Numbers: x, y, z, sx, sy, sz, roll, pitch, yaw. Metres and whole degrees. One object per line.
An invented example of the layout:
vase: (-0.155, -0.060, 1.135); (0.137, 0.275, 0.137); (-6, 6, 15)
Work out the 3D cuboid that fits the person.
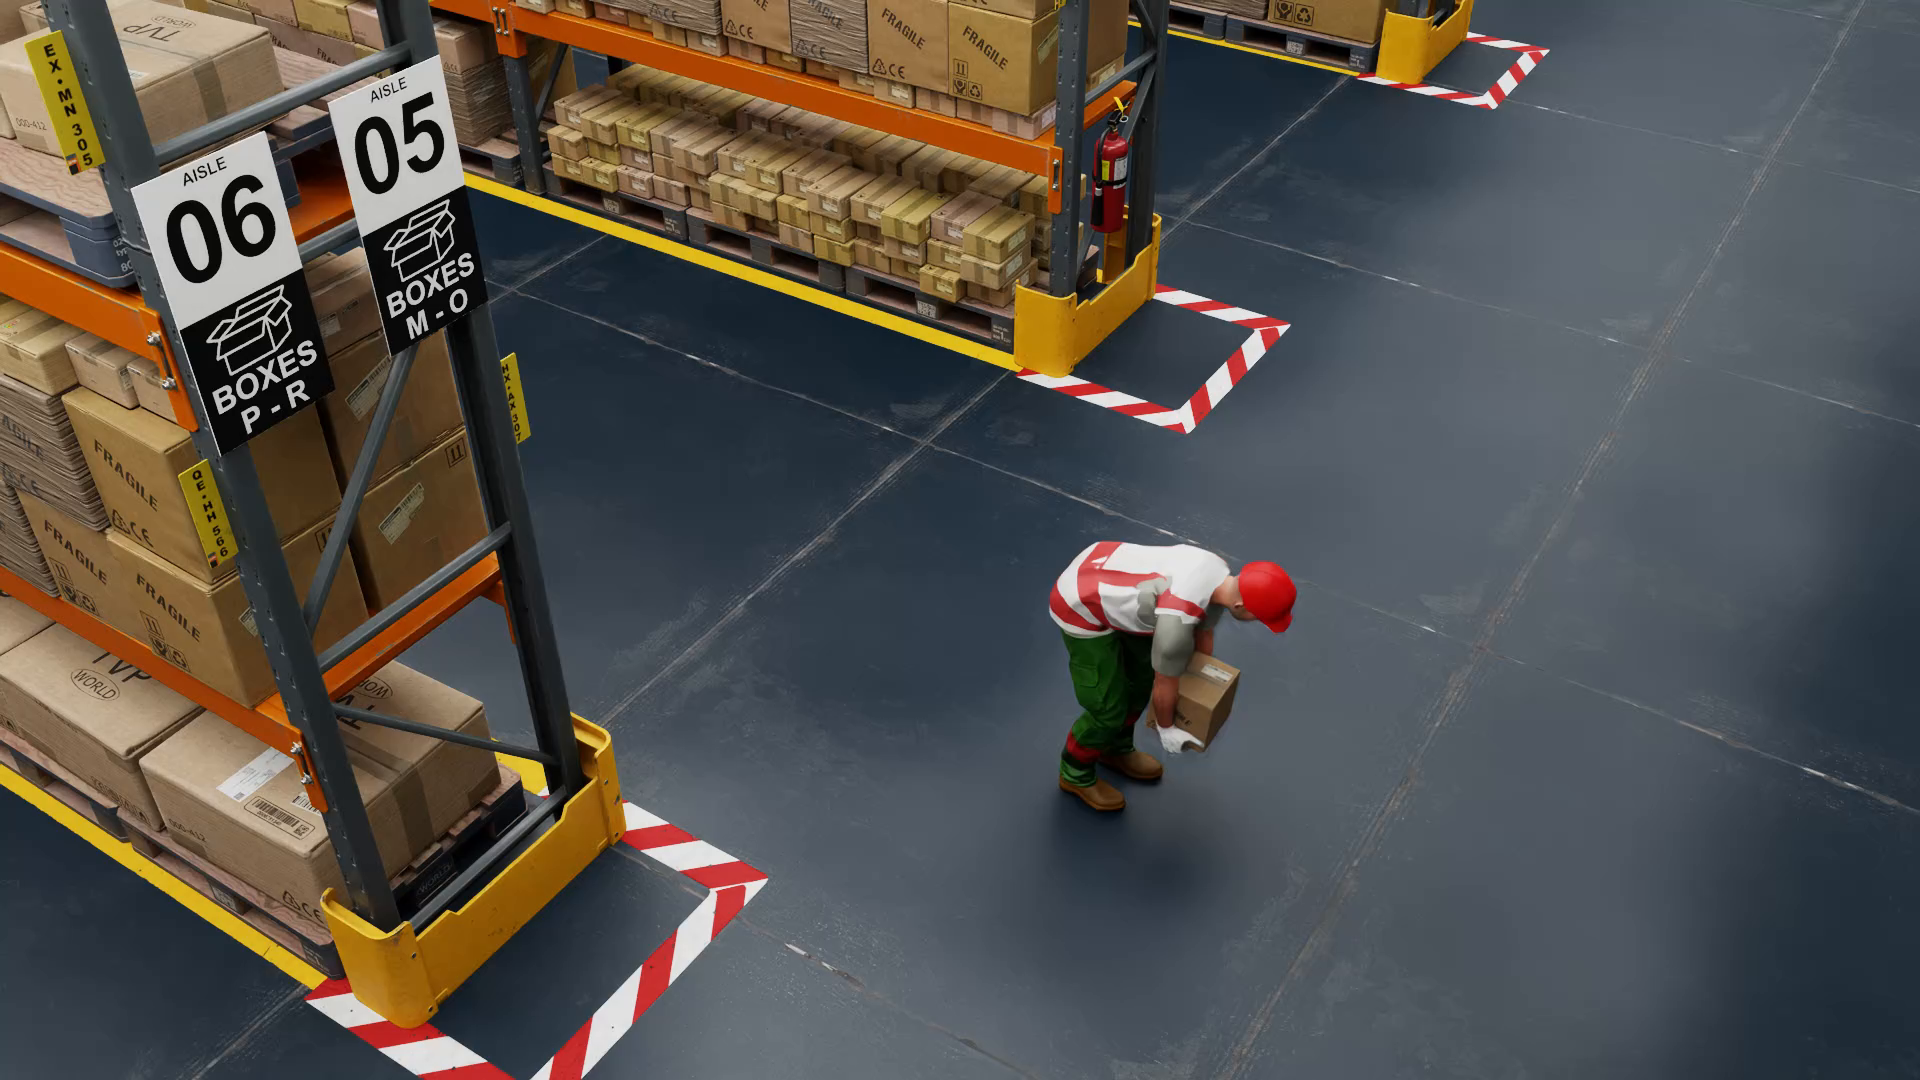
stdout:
person: (0.779, 0.514, 6.370); (0.914, 1.335, 0.485); (20, 42, 24)
